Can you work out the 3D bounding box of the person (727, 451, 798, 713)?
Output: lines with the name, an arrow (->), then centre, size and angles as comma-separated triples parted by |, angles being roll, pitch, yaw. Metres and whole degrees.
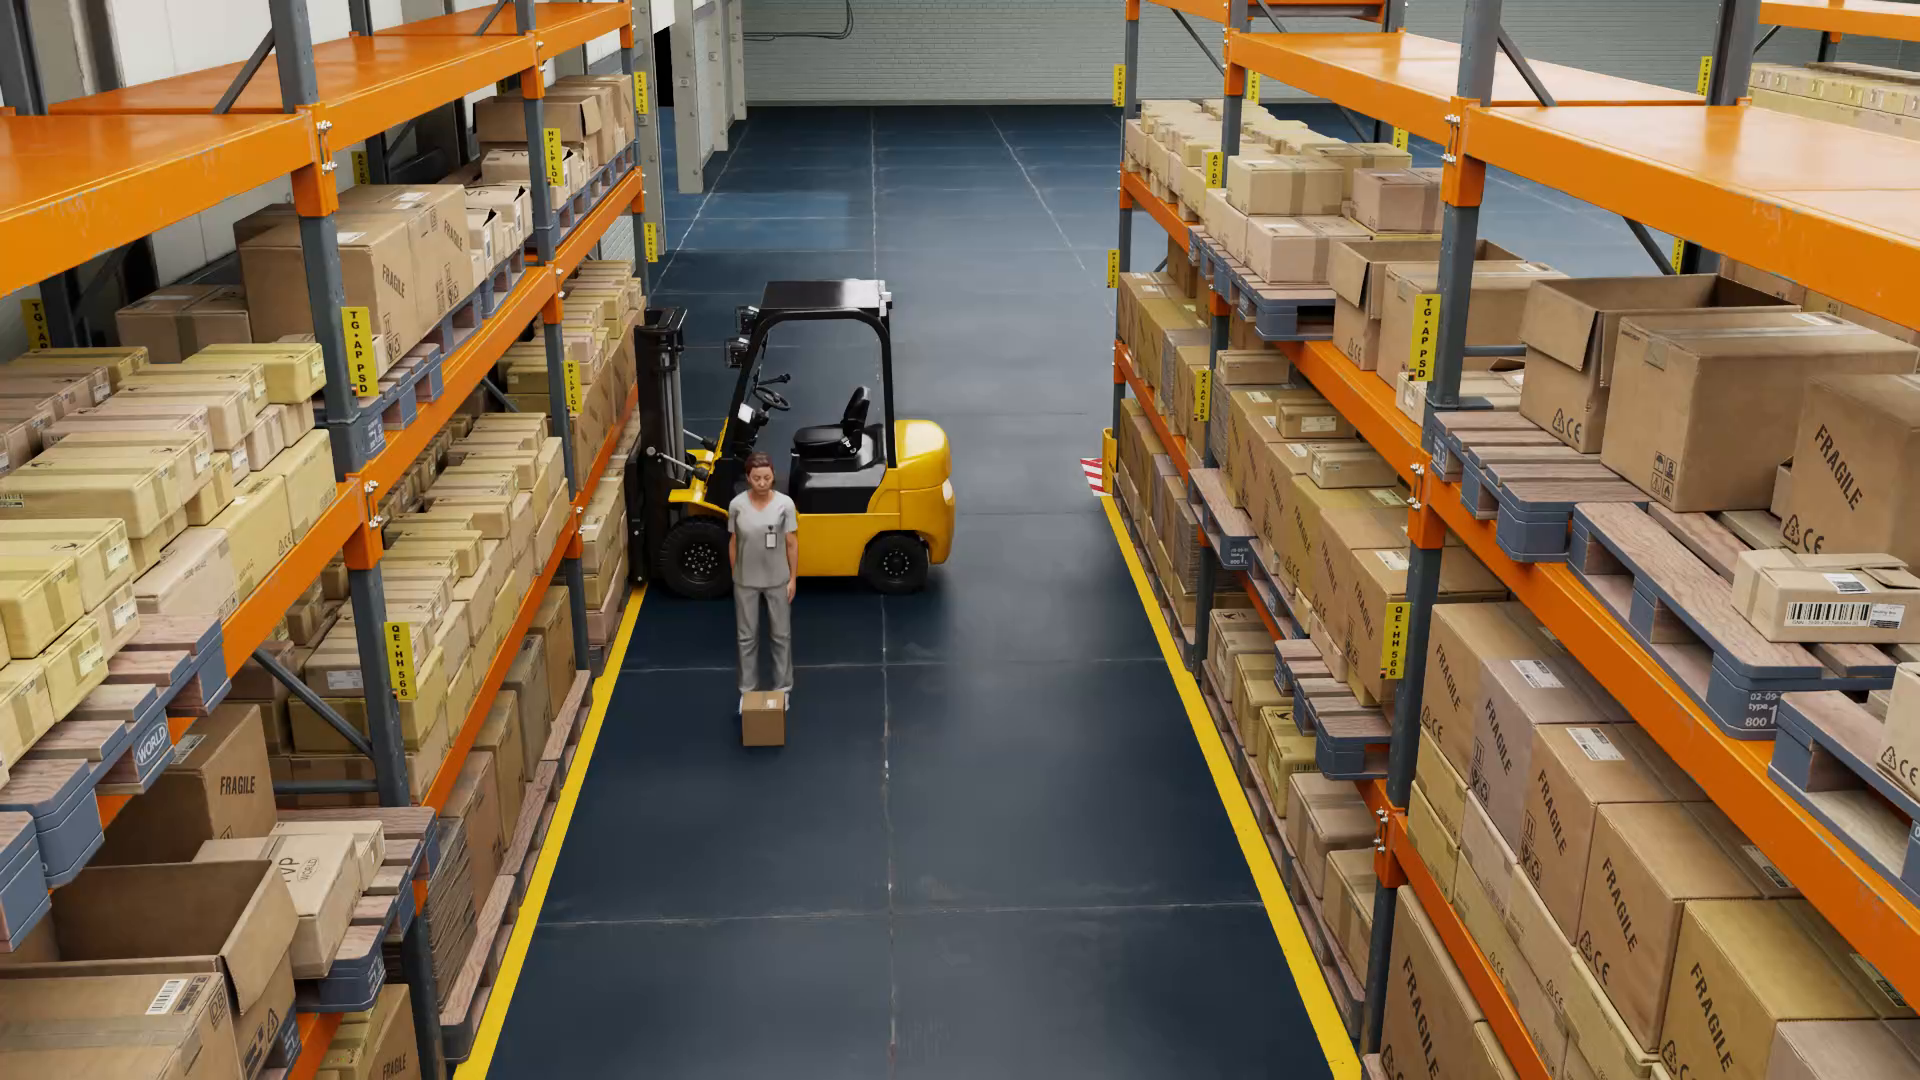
person -> -1.221, 0.261, 10.383 | 0.436, 1.679, 0.380 | -1, 20, -2
